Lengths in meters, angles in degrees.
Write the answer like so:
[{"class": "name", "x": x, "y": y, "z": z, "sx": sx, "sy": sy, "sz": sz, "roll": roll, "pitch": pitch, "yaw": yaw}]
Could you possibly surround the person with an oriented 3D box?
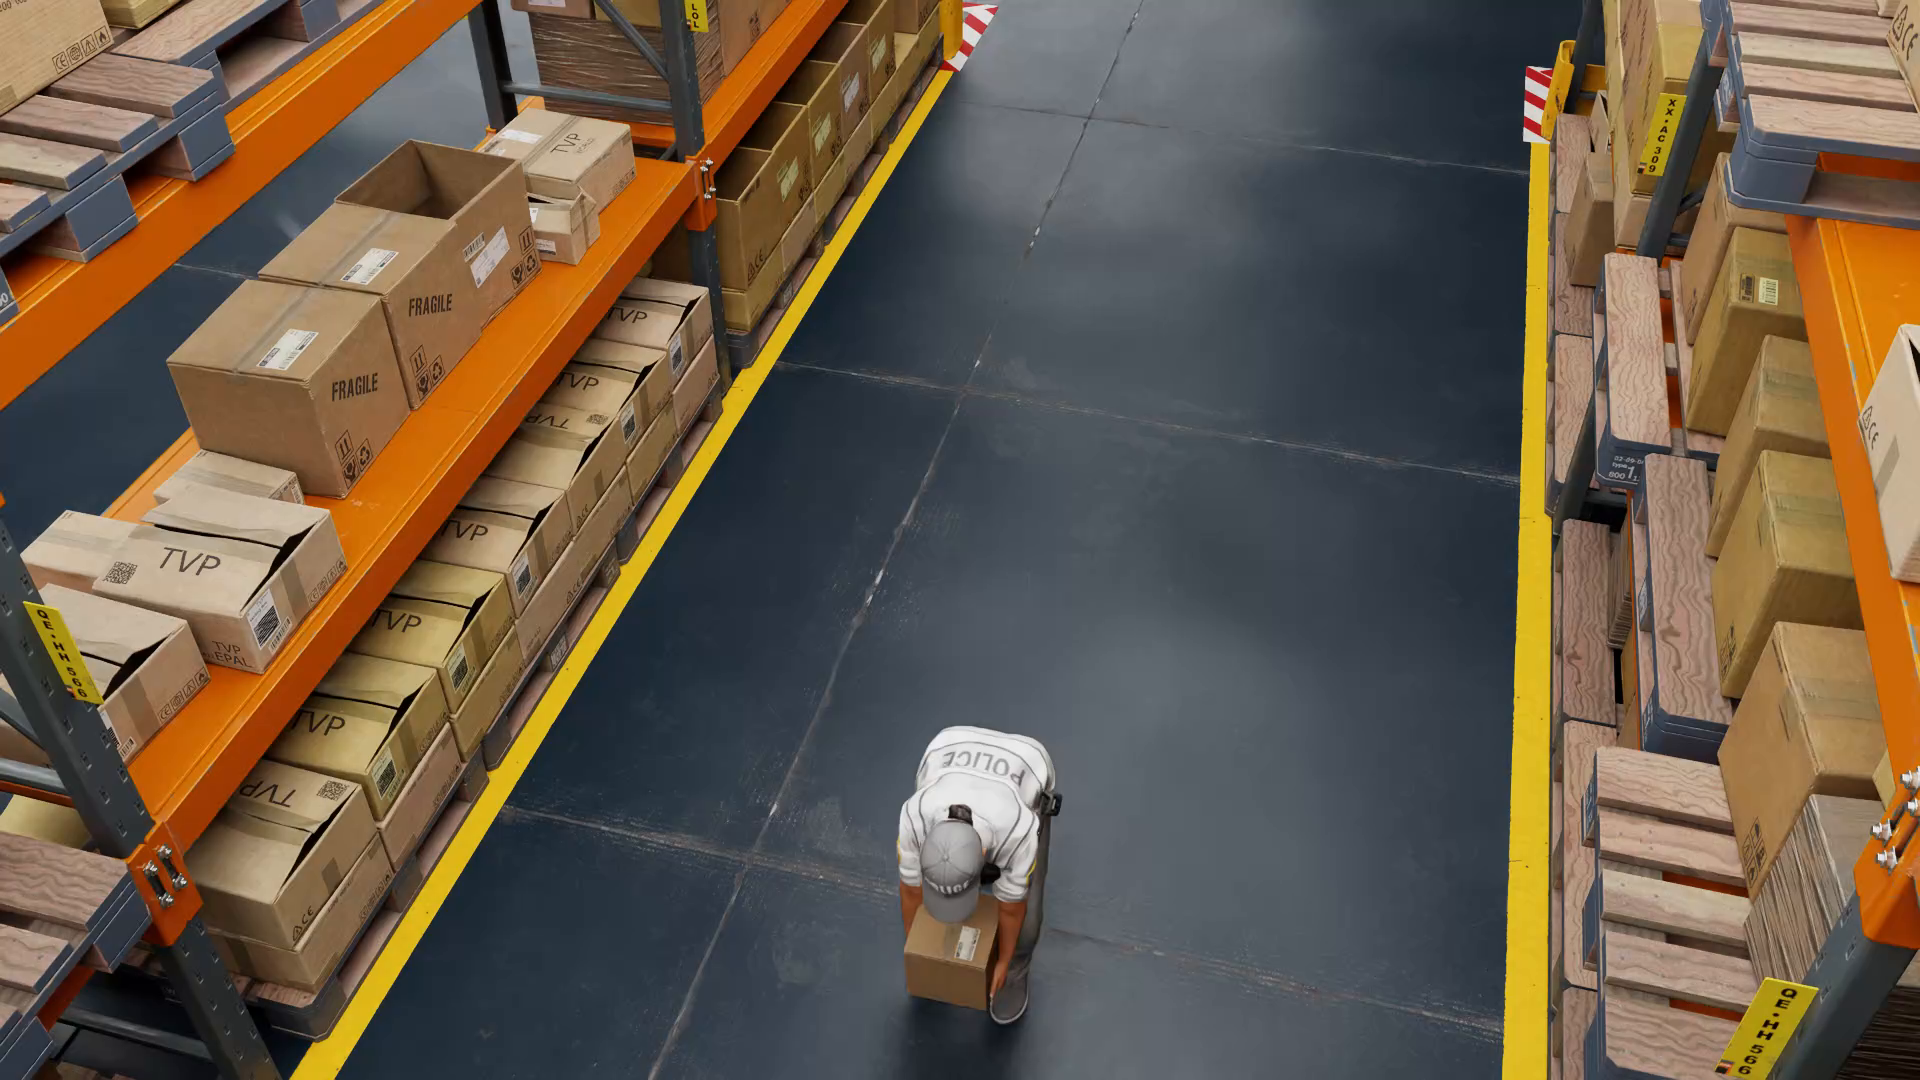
[{"class": "person", "x": 0.032, "y": 1.088, "z": 5.179, "sx": 0.465, "sy": 1.325, "sz": 0.872, "roll": 9, "pitch": 42, "yaw": 10}]
